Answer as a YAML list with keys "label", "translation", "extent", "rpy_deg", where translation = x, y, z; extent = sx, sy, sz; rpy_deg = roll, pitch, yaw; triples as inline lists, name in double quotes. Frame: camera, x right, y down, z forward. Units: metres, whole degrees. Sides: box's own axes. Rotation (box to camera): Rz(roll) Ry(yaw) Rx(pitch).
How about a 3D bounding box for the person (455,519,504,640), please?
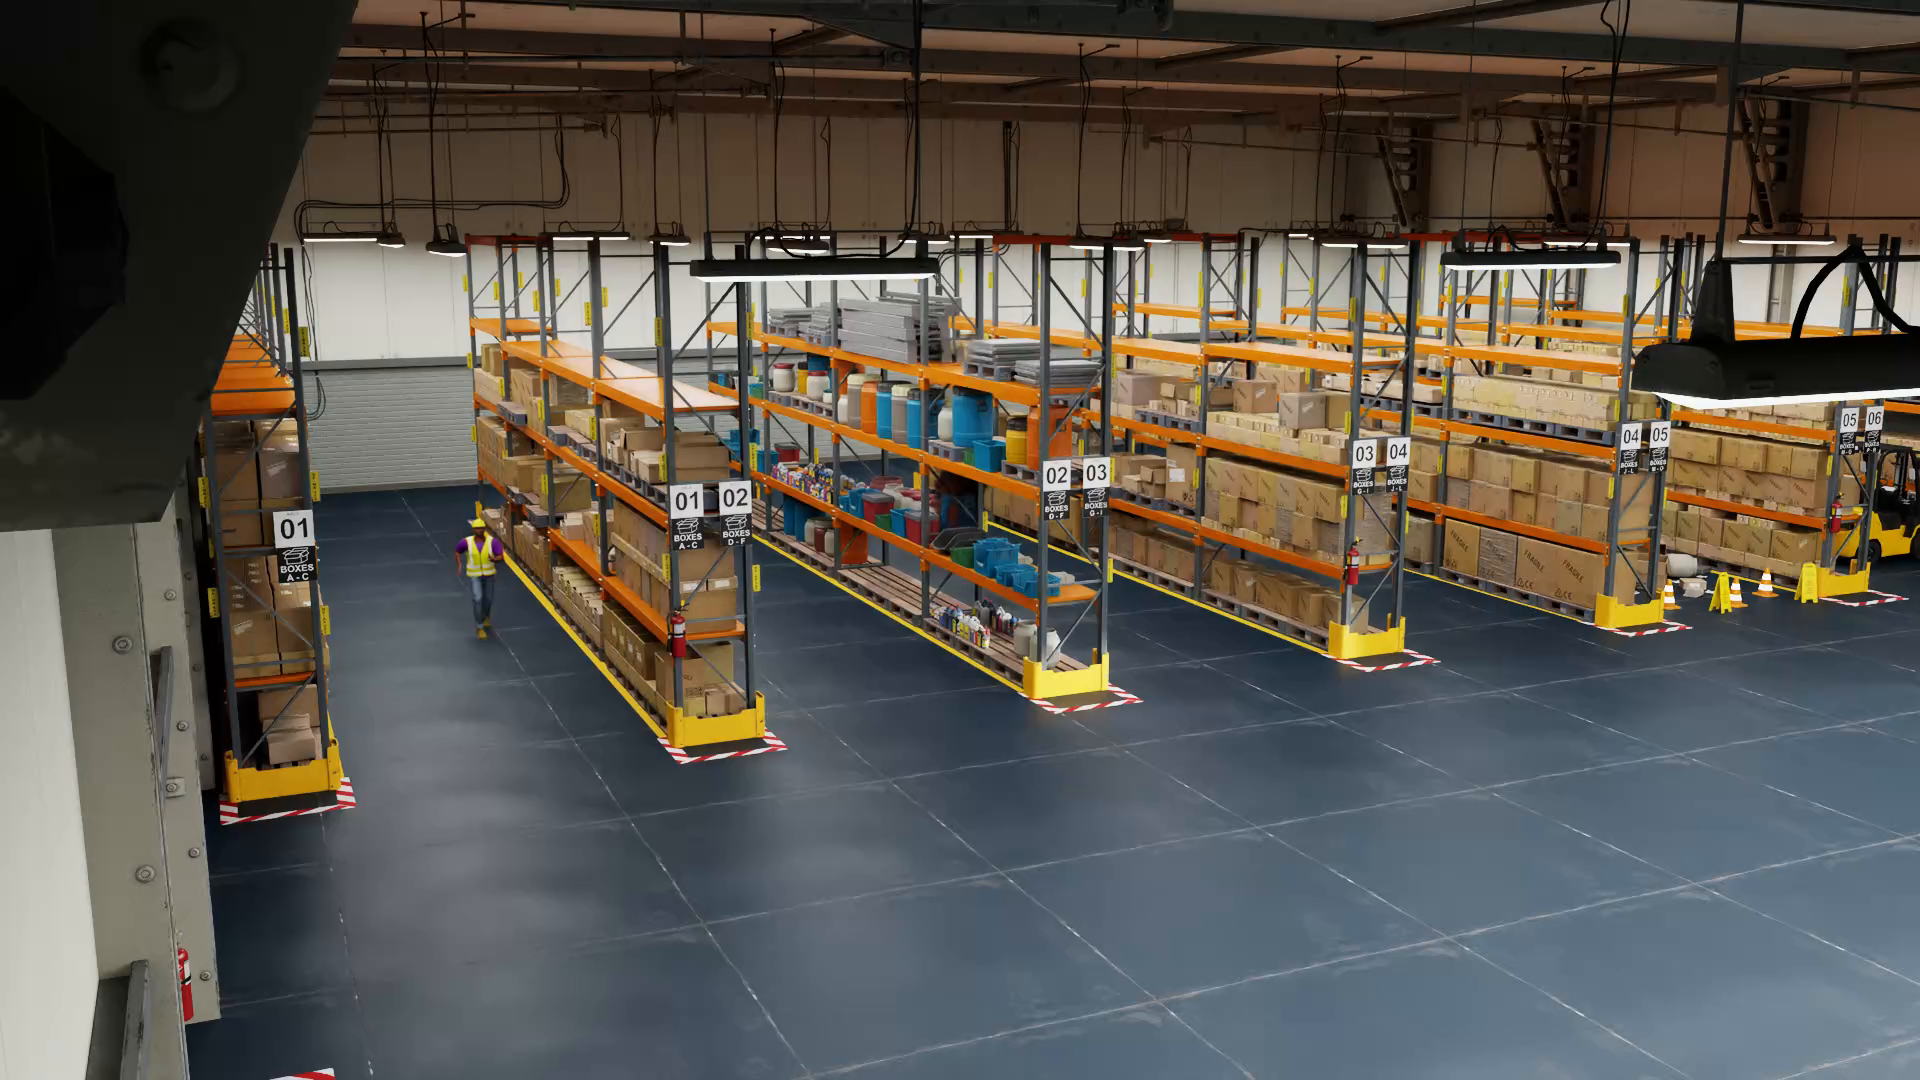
- label: "person"
  translation: [-7.330, 0.555, 25.477]
  extent: [0.692, 1.781, 0.922]
  rpy_deg: [-5, 12, -24]
